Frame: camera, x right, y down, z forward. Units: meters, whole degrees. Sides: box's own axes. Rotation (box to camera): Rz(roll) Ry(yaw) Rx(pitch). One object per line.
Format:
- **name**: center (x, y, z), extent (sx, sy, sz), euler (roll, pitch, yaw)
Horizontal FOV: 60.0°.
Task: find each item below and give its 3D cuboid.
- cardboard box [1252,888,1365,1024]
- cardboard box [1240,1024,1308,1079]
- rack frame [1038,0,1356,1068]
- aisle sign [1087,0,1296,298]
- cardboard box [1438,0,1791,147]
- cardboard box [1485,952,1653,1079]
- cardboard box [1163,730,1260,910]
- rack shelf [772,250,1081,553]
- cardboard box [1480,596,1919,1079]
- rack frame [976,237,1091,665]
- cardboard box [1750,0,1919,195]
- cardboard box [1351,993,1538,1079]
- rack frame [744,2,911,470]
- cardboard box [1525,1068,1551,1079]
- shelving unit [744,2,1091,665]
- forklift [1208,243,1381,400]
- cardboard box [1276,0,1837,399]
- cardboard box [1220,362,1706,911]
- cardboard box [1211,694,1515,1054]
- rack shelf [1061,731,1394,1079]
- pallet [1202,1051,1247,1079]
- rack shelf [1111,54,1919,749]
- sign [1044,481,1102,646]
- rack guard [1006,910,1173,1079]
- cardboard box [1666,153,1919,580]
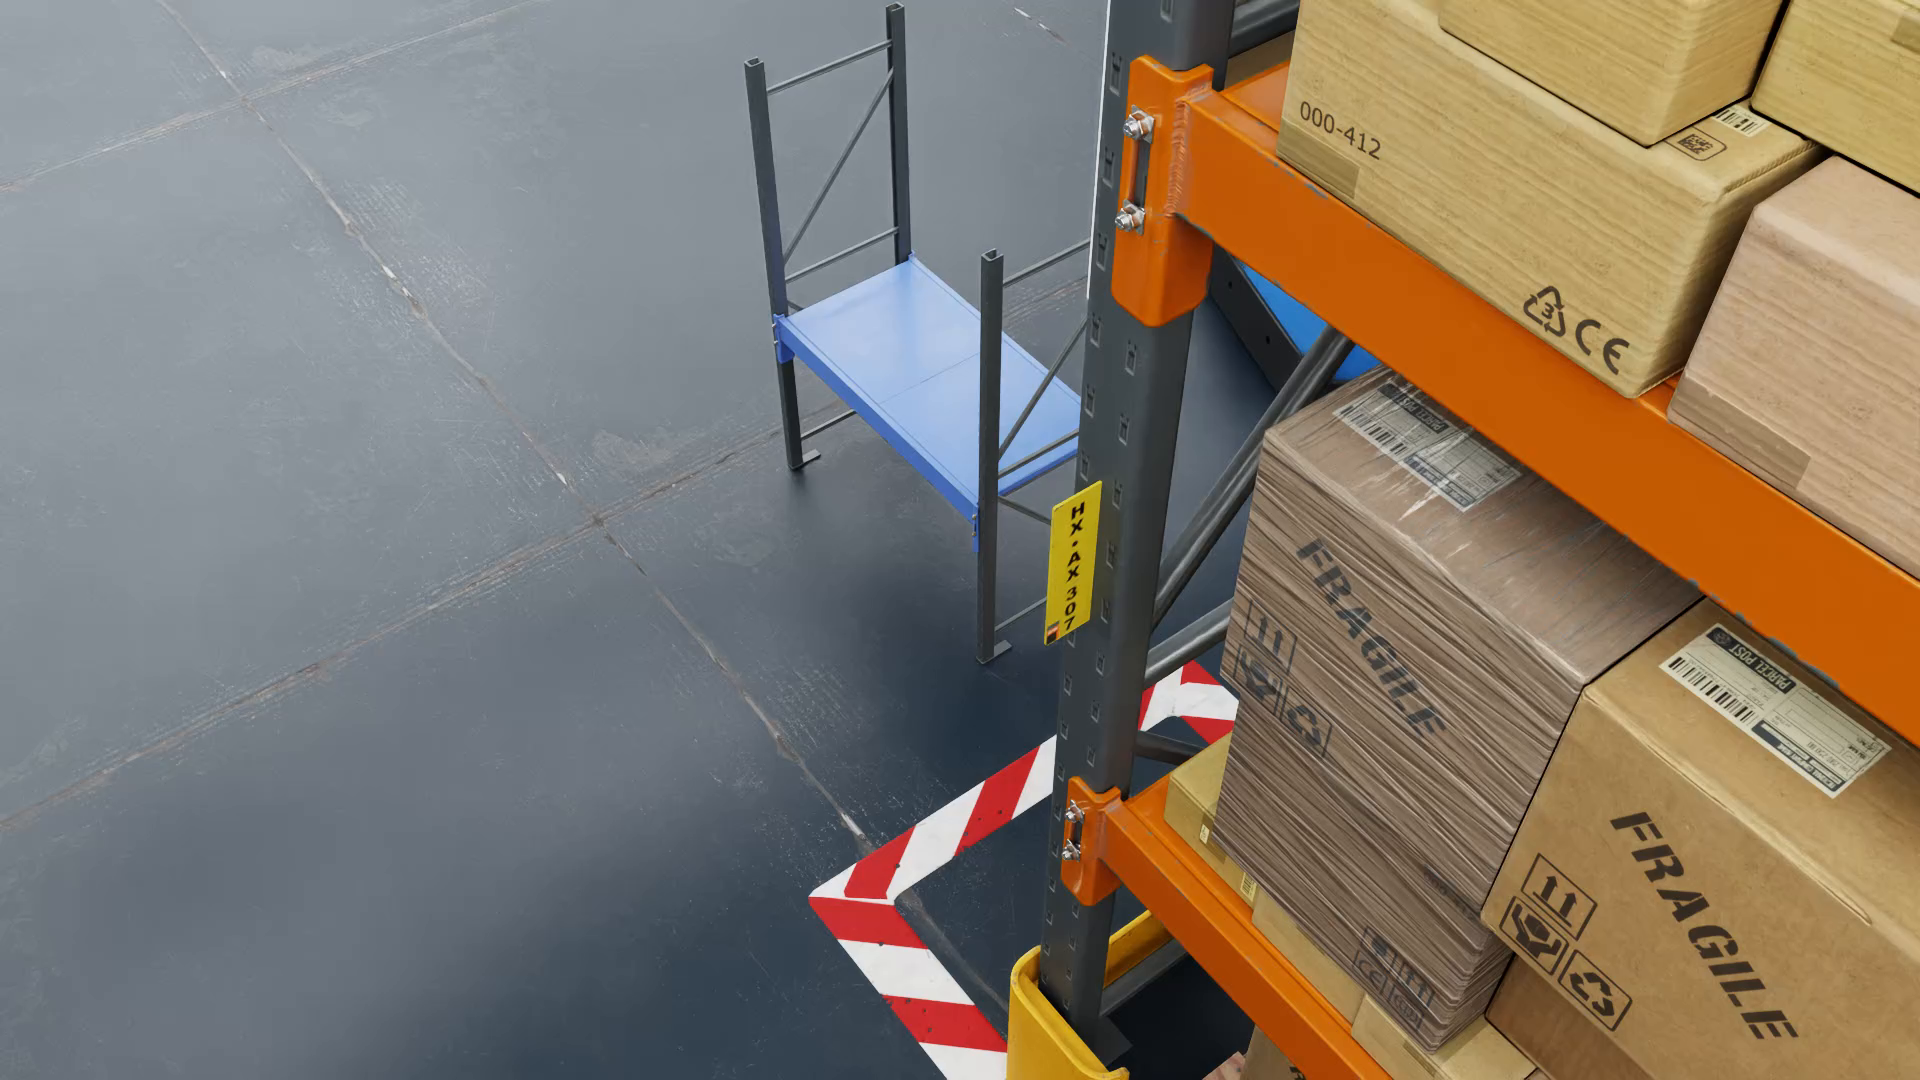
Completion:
- **cardboard box**: center (0.729, 0.603, 2.848), extent (0.380, 0.149, 0.250), euler (-29, 54, -24)
- **cardboard box**: center (0.975, 1.162, 3.576), extent (0.500, 0.500, 0.500), euler (-20, 51, -17)
- **rack frame**: center (0.610, 0.087, 3.146), extent (1.000, 3.000, 0.127), euler (-29, 54, -24)
- **aisle sign**: center (0.334, -0.688, 2.094), extent (0.394, 0.787, 0.004), euler (-29, 54, -24)
- **cardboard box**: center (0.673, -0.541, 1.524), extent (0.380, 0.149, 0.250), euler (-28, 54, -23)
- **cardboard box**: center (1.319, 0.531, 2.475), extent (0.875, 0.500, 0.500), euler (-29, 54, -24)
- **cardboard box**: center (0.593, 0.447, 2.990), extent (0.380, 0.149, 0.250), euler (-29, 54, -24)
- **rack shelf**: center (-0.052, -0.433, 4.873), extent (0.538, 0.185, 1.000), euler (-29, 54, -24)
- **cardboard box**: center (1.023, 0.363, 1.954), extent (0.500, 0.500, 0.500), euler (-29, 54, -24)
- **rack frame**: center (0.256, -0.254, 4.468), extent (0.500, 1.500, 0.032), euler (-29, 54, -24)
- **cardboard box**: center (0.924, -0.448, 1.439), extent (0.380, 0.149, 0.250), euler (-30, 55, -25)
- **cardboard box**: center (0.868, 0.757, 2.709), extent (0.380, 0.149, 0.250), euler (-29, 54, -24)
- **rack frame**: center (-0.359, -0.854, 5.012), extent (0.500, 1.500, 0.032), euler (-29, 54, -24)
- **cardboard box**: center (1.036, 0.895, 2.584), extent (0.380, 0.149, 0.250), euler (-29, 54, -24)
- **shelving unit**: center (-0.052, -0.554, 4.740), extent (0.538, 1.500, 1.048), euler (-29, 54, -24)
- **forklift**: center (2.425, -1.967, 5.055), extent (3.031, 2.935, 1.130), euler (-14, 49, -12)
- **cardboard box**: center (0.696, -0.470, 1.728), extent (0.500, 0.250, 0.500), euler (-28, 54, -23)
- **cardboard box**: center (0.726, 0.065, 2.224), extent (0.500, 0.500, 0.500), euler (-29, 54, -24)
- **cardboard box**: center (0.921, 0.290, 2.694), extent (0.875, 0.500, 0.500), euler (-29, 54, -24)
- **rack shelf**: center (1.821, 1.508, 2.344), extent (1.077, 0.370, 4.000), euler (-29, 54, -24)
- **pallet**: center (1.120, 1.564, 3.690), extent (1.003, 0.211, 1.213), euler (-29, 54, -24)
- **rack shelf**: center (1.821, 0.501, 1.232), extent (1.077, 0.370, 4.000), euler (-29, 54, -24)
- **sign**: center (0.178, 0.040, 2.605), extent (0.100, 0.325, 0.005), euler (-29, 54, -24)
- **rack guard**: center (0.656, 0.972, 4.032), extent (1.175, 0.500, 0.348), euler (-29, 54, -24)
- **cardboard box**: center (1.013, -0.168, 1.455), extent (0.500, 0.250, 0.500), euler (-31, 55, -25)
